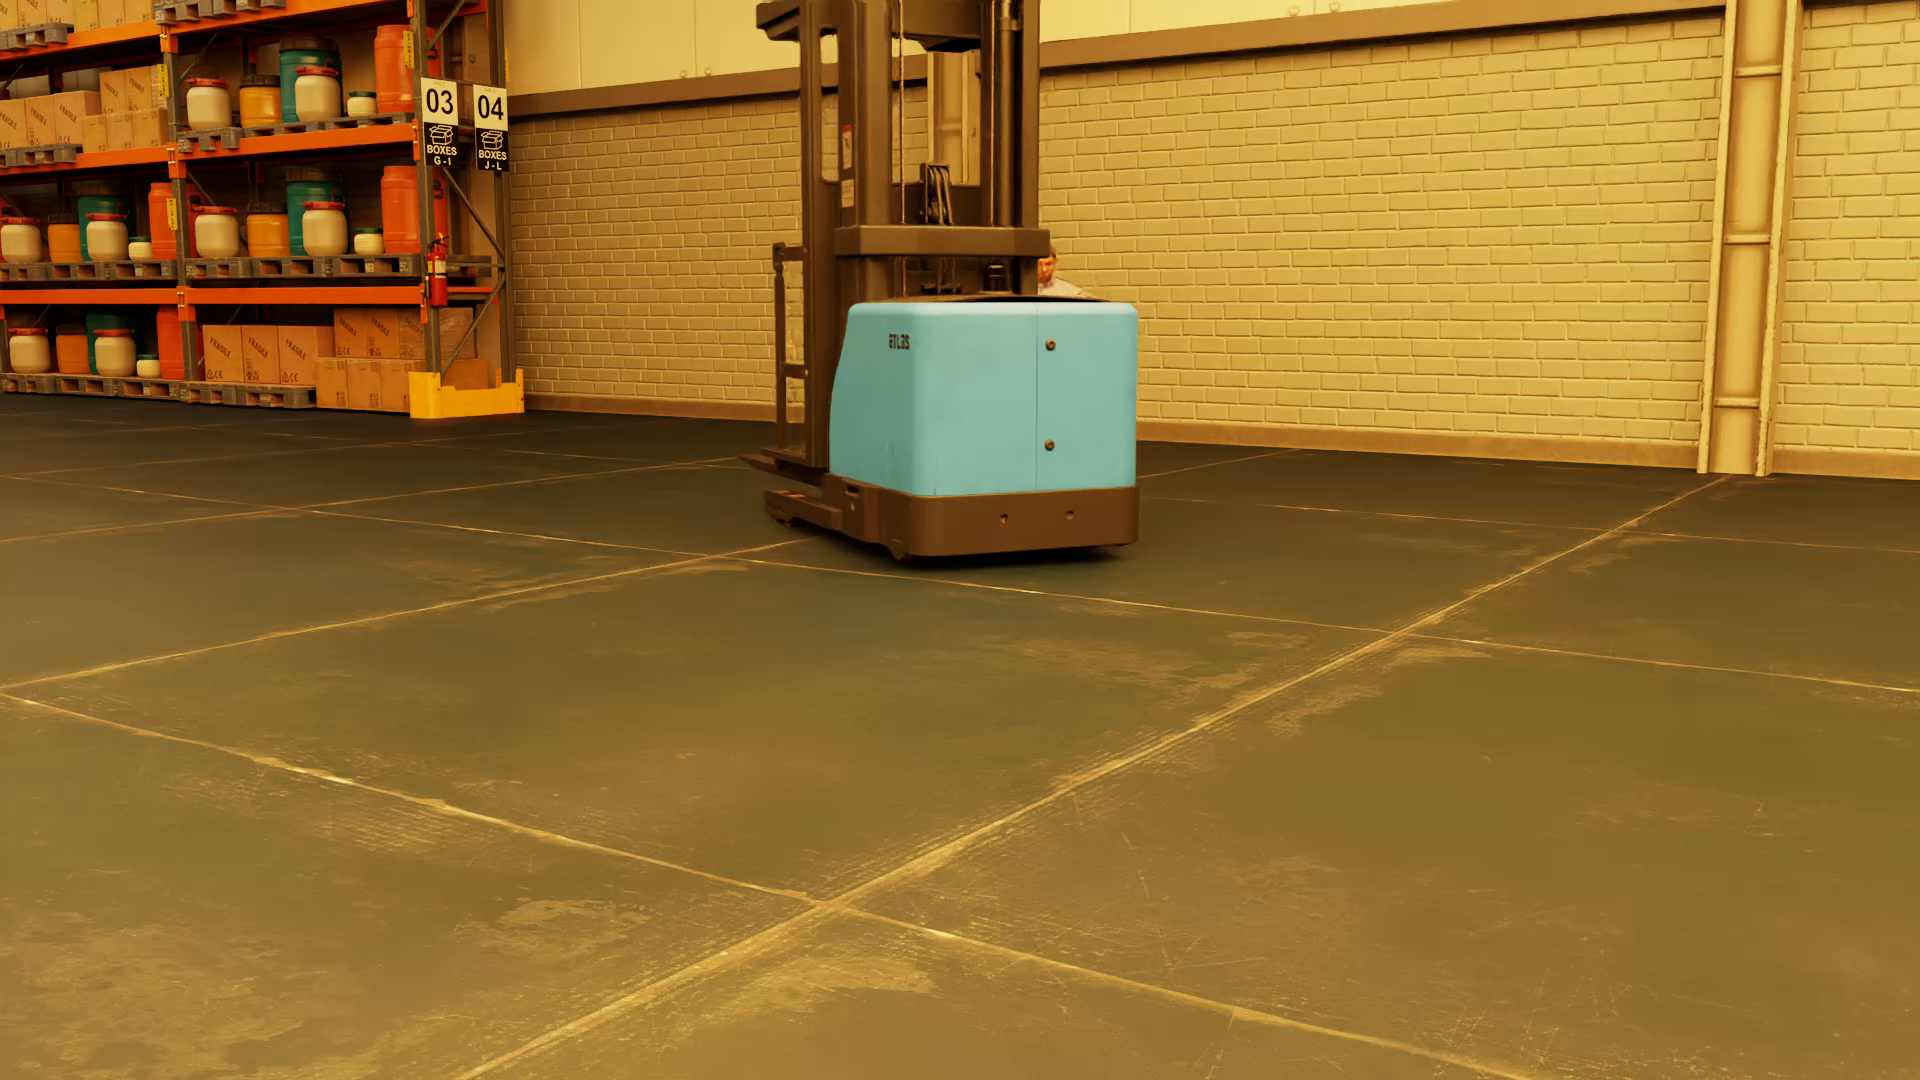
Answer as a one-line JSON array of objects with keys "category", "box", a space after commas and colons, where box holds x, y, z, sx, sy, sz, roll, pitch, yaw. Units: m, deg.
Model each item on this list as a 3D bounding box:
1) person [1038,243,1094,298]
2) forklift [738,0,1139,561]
[{"category": "person", "box": [0.567, -1.155, 10.652, 1.058, 1.501, 0.931, 0, 8, -2]}, {"category": "forklift", "box": [-0.314, -1.533, 7.976, 1.130, 2.935, 3.031, -4, 9, -24]}]
